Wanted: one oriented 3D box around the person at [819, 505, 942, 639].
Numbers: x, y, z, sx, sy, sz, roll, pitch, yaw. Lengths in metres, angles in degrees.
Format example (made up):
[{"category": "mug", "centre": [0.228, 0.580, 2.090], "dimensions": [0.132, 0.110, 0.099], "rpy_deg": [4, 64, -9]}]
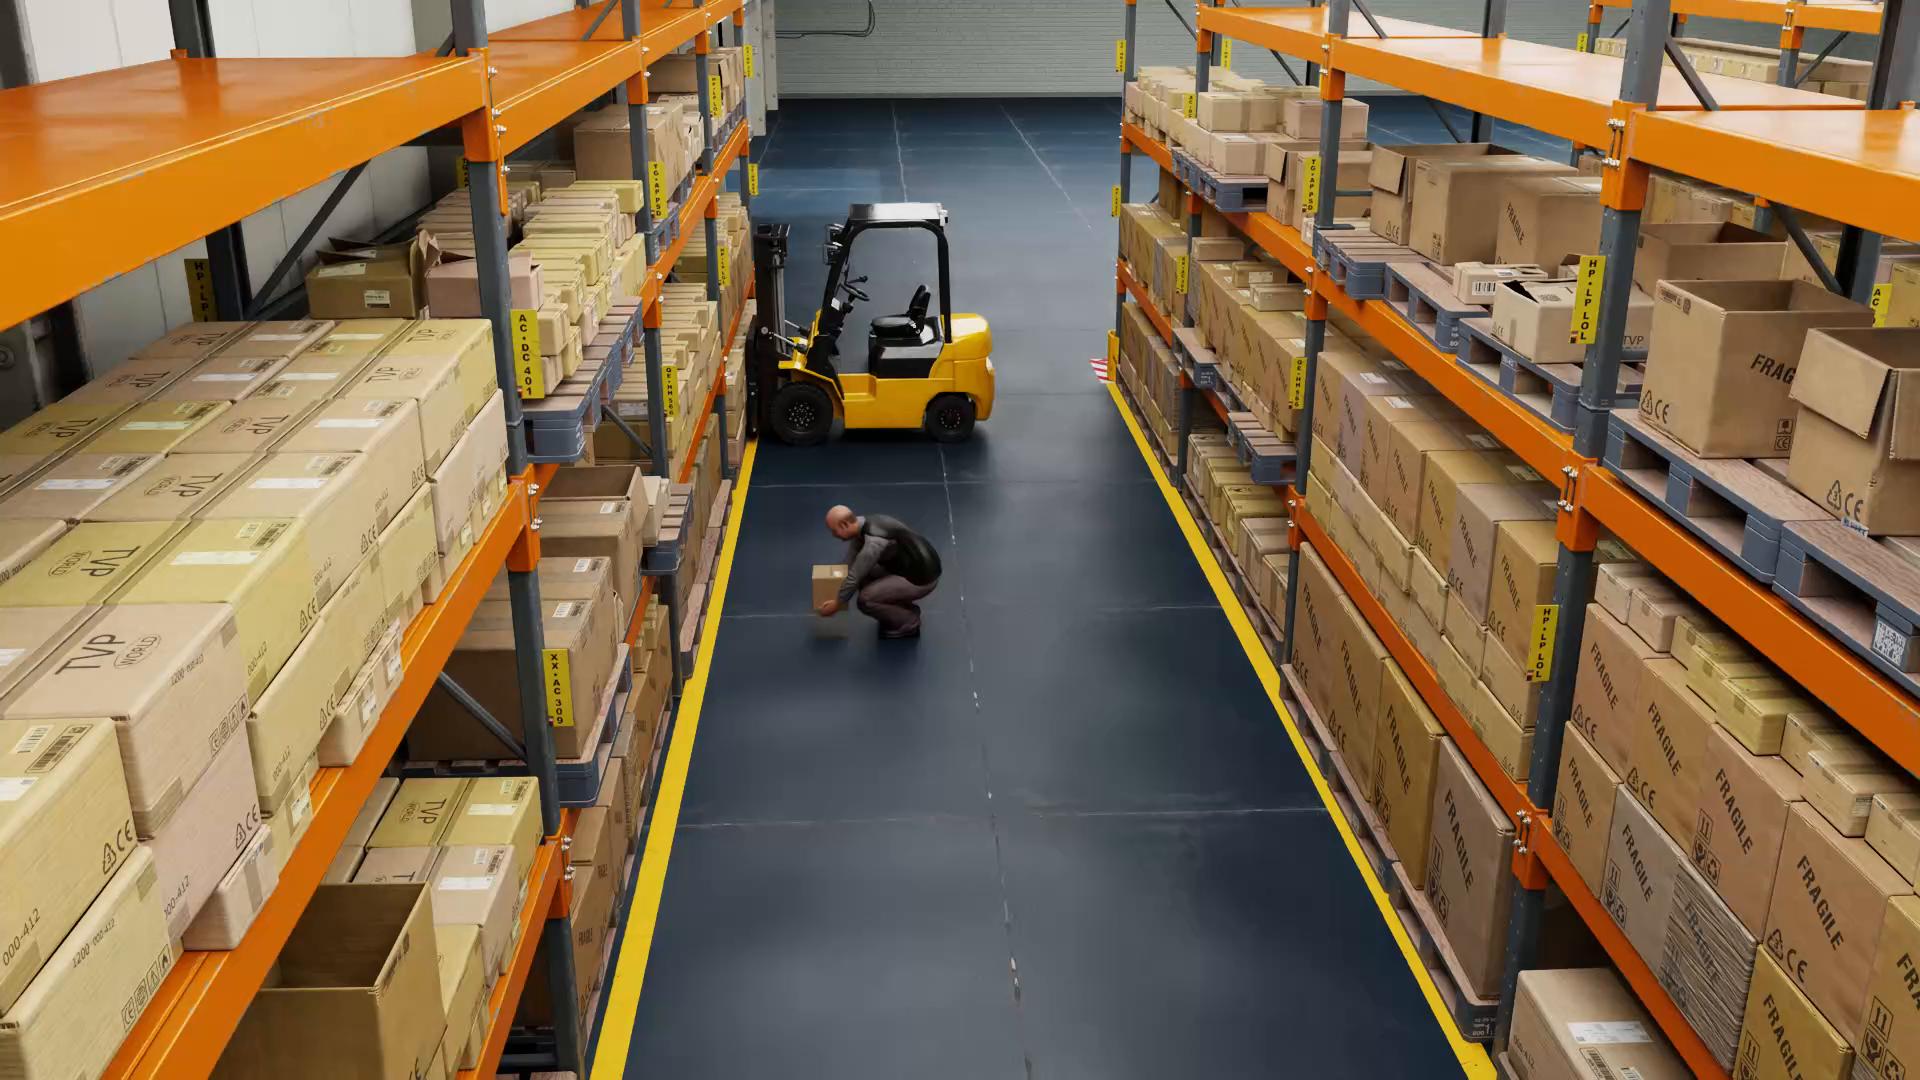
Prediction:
[{"category": "person", "centre": [-0.565, 0.194, 11.698], "dimensions": [0.874, 0.963, 0.540], "rpy_deg": [-1, 20, -3]}]
